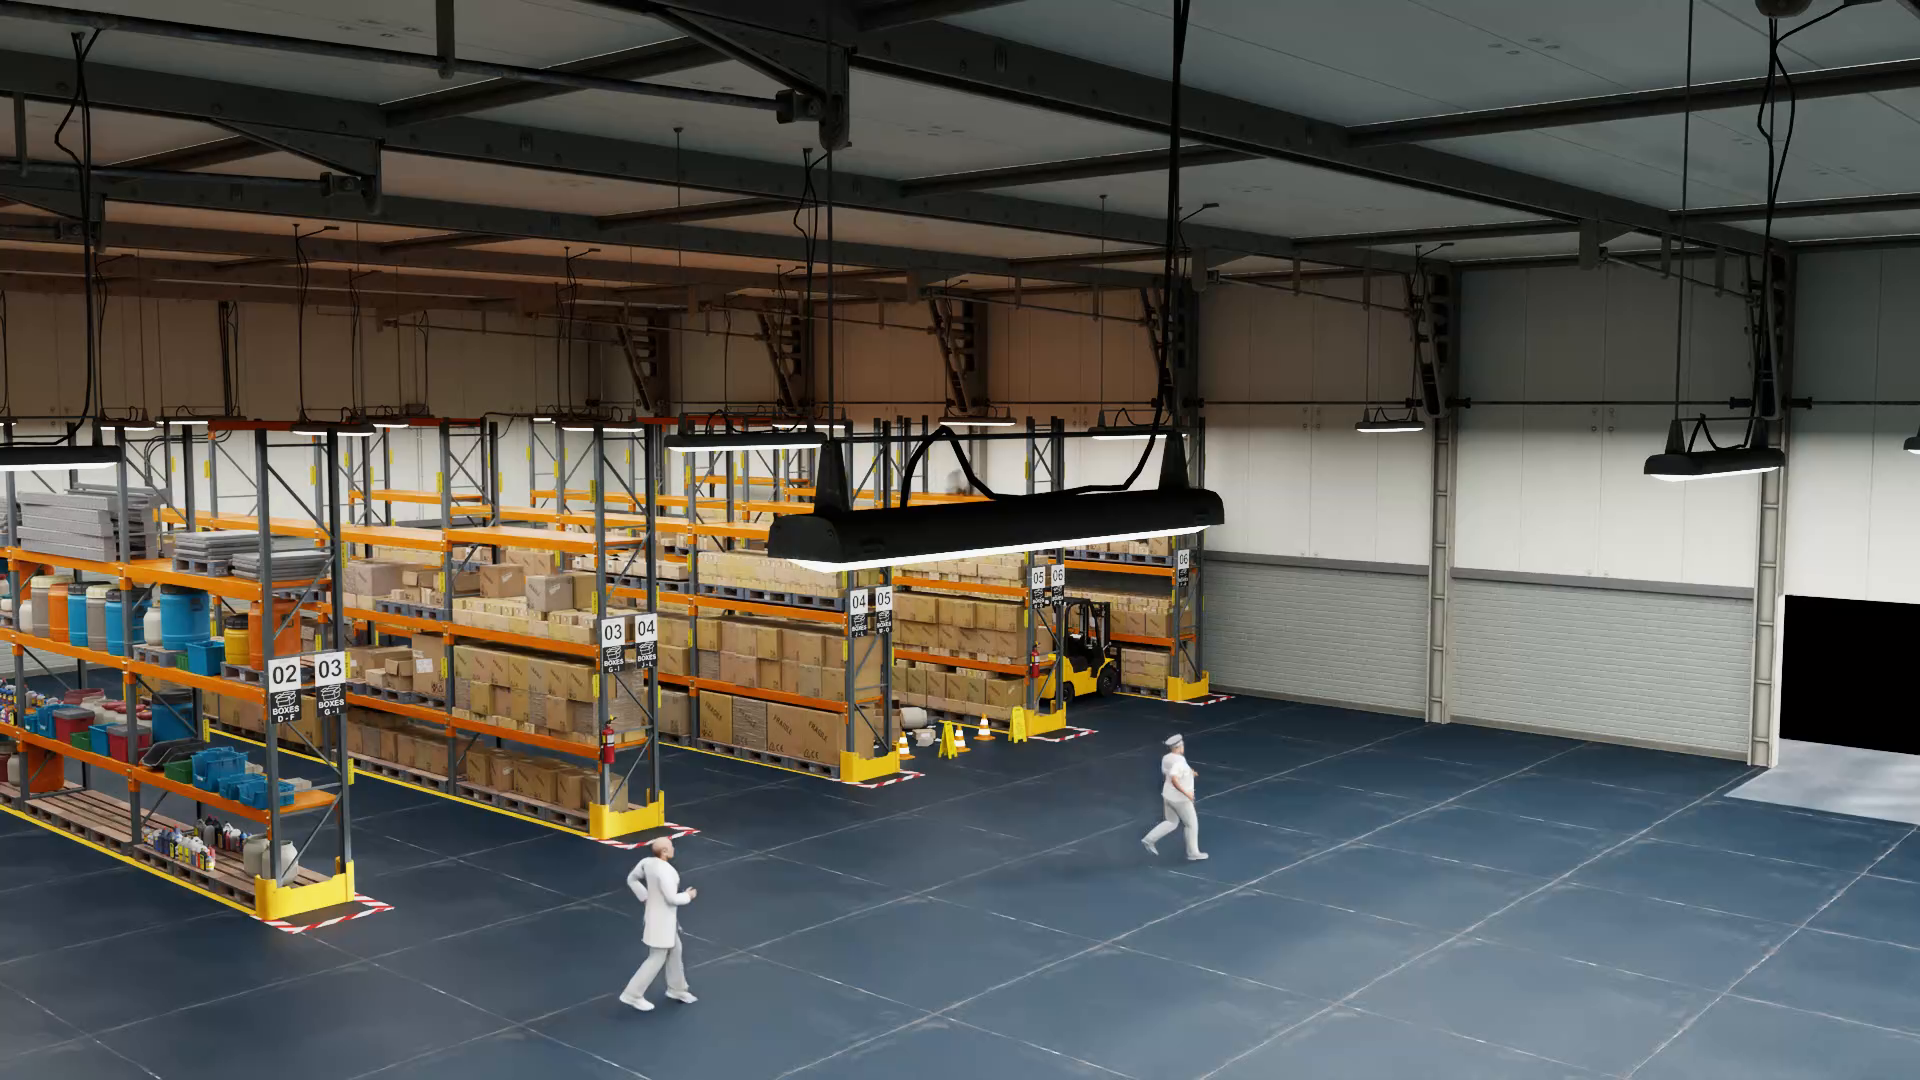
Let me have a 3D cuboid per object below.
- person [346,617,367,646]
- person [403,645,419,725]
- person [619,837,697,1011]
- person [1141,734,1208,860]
[{"bbox_3d":[-14.338,2.178,39.596,0.664,1.694,1.018,5,7,44],"label":"person"},{"bbox_3d":[-10.582,2.832,31.771,0.928,1.674,0.615,4,6,38],"label":"person"},{"bbox_3d":[-3.128,4.105,17.322,0.847,1.644,0.736,-3,5,-28],"label":"person"},{"bbox_3d":[2.977,3.538,22.857,0.953,1.755,0.672,-2,5,-21],"label":"person"}]
